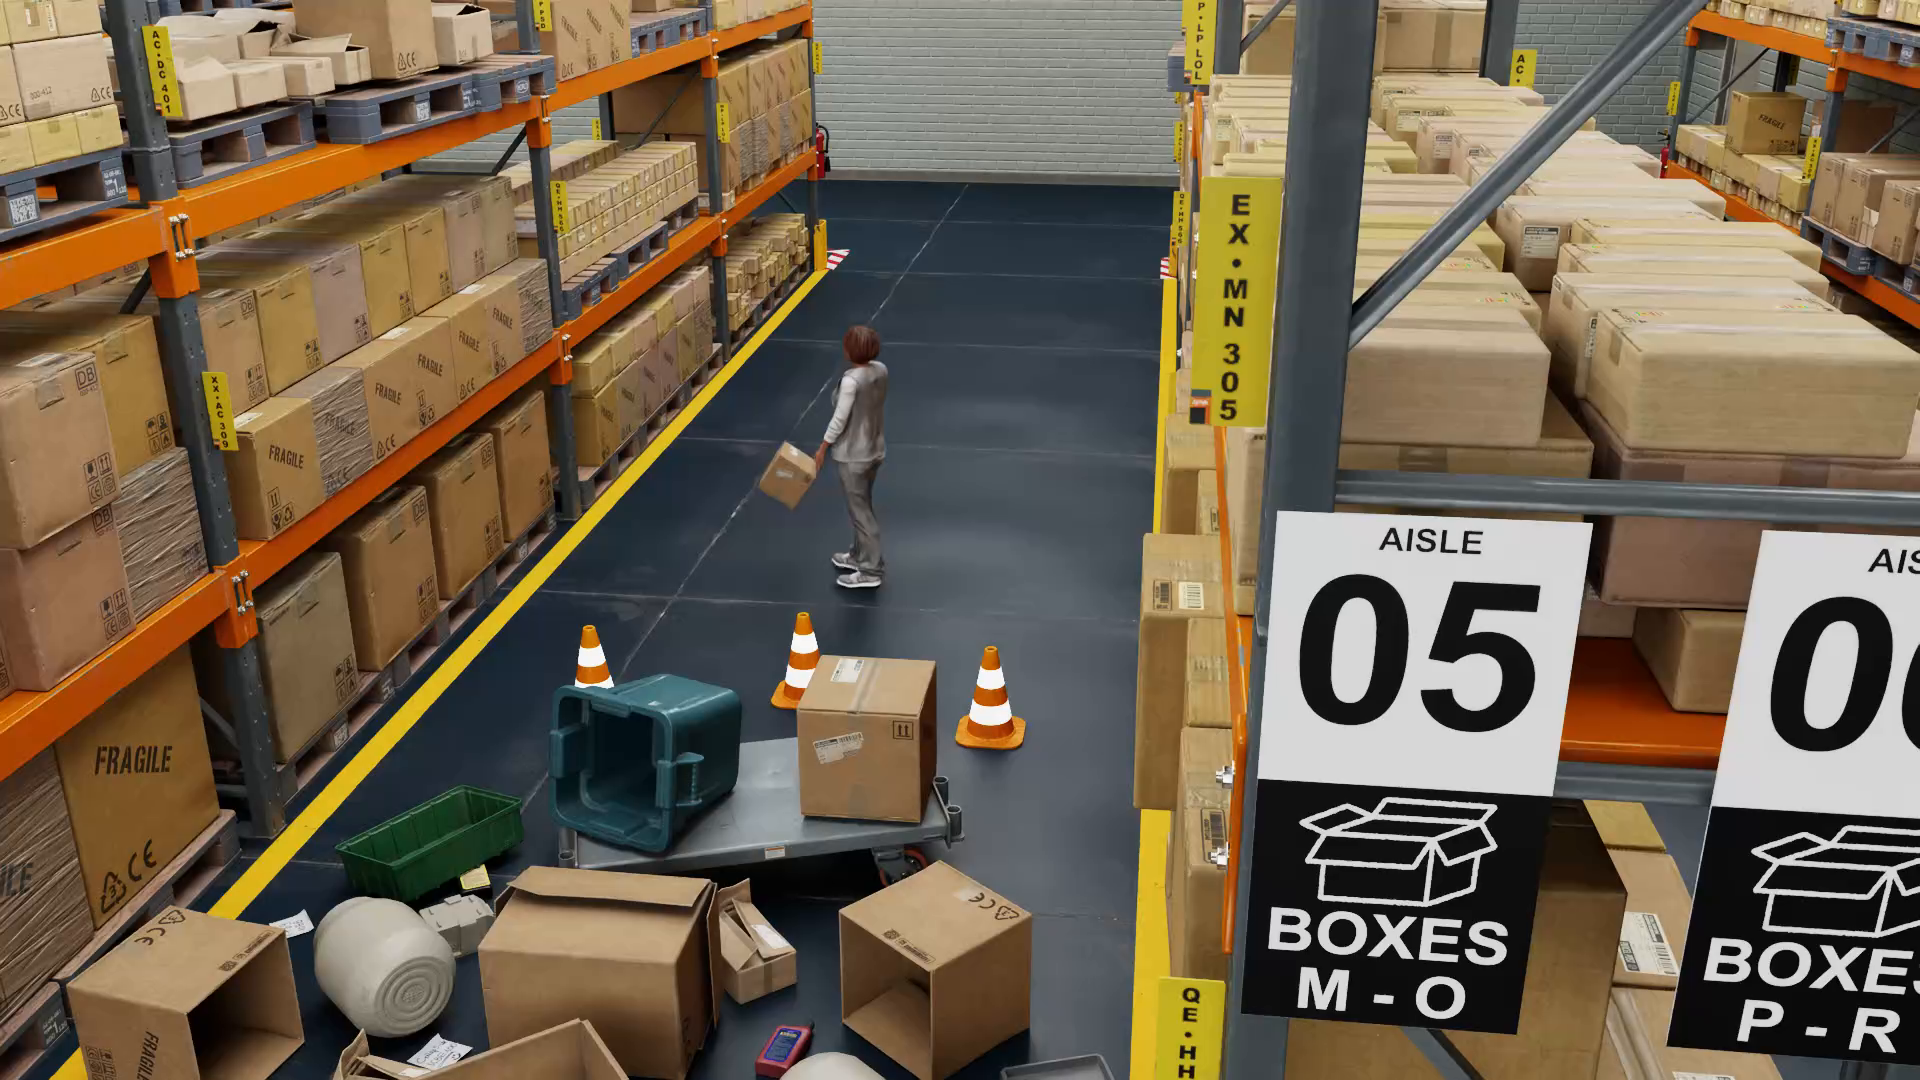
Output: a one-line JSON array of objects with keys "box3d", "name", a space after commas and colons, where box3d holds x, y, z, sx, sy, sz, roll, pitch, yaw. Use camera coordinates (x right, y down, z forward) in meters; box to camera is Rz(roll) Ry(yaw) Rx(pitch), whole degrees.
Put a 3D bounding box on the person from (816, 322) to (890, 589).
[{"box3d": [-0.609, -0.526, 9.925, 0.570, 1.595, 0.522, 19, 28, 39], "name": "person"}]
